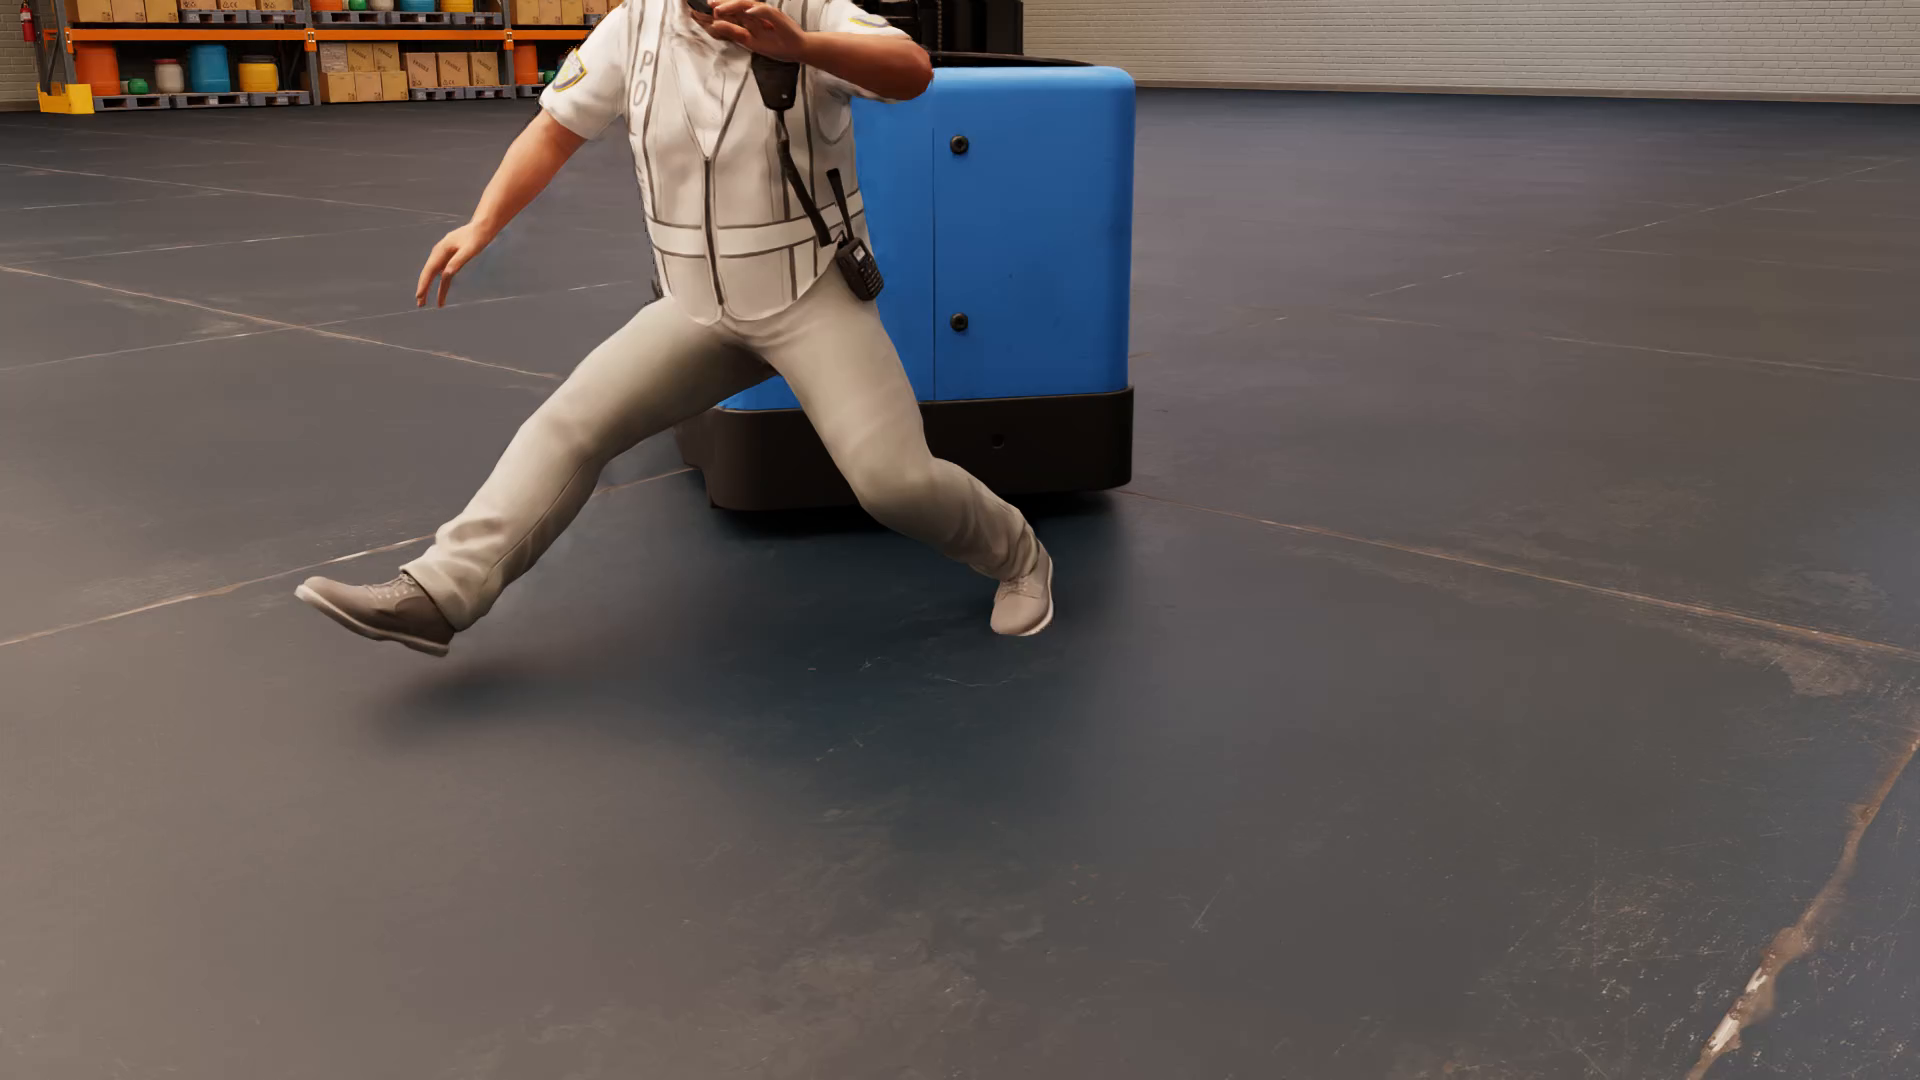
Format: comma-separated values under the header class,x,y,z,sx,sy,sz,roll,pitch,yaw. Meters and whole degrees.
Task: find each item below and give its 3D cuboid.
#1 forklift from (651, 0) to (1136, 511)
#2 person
class,x,y,z,sx,sy,sz,roll,pitch,yaw
forklift,-0.411,-1.857,5.014,1.130,2.935,3.031,-4,17,-13
person,-0.466,-0.457,3.050,1.134,1.465,1.104,6,18,19
